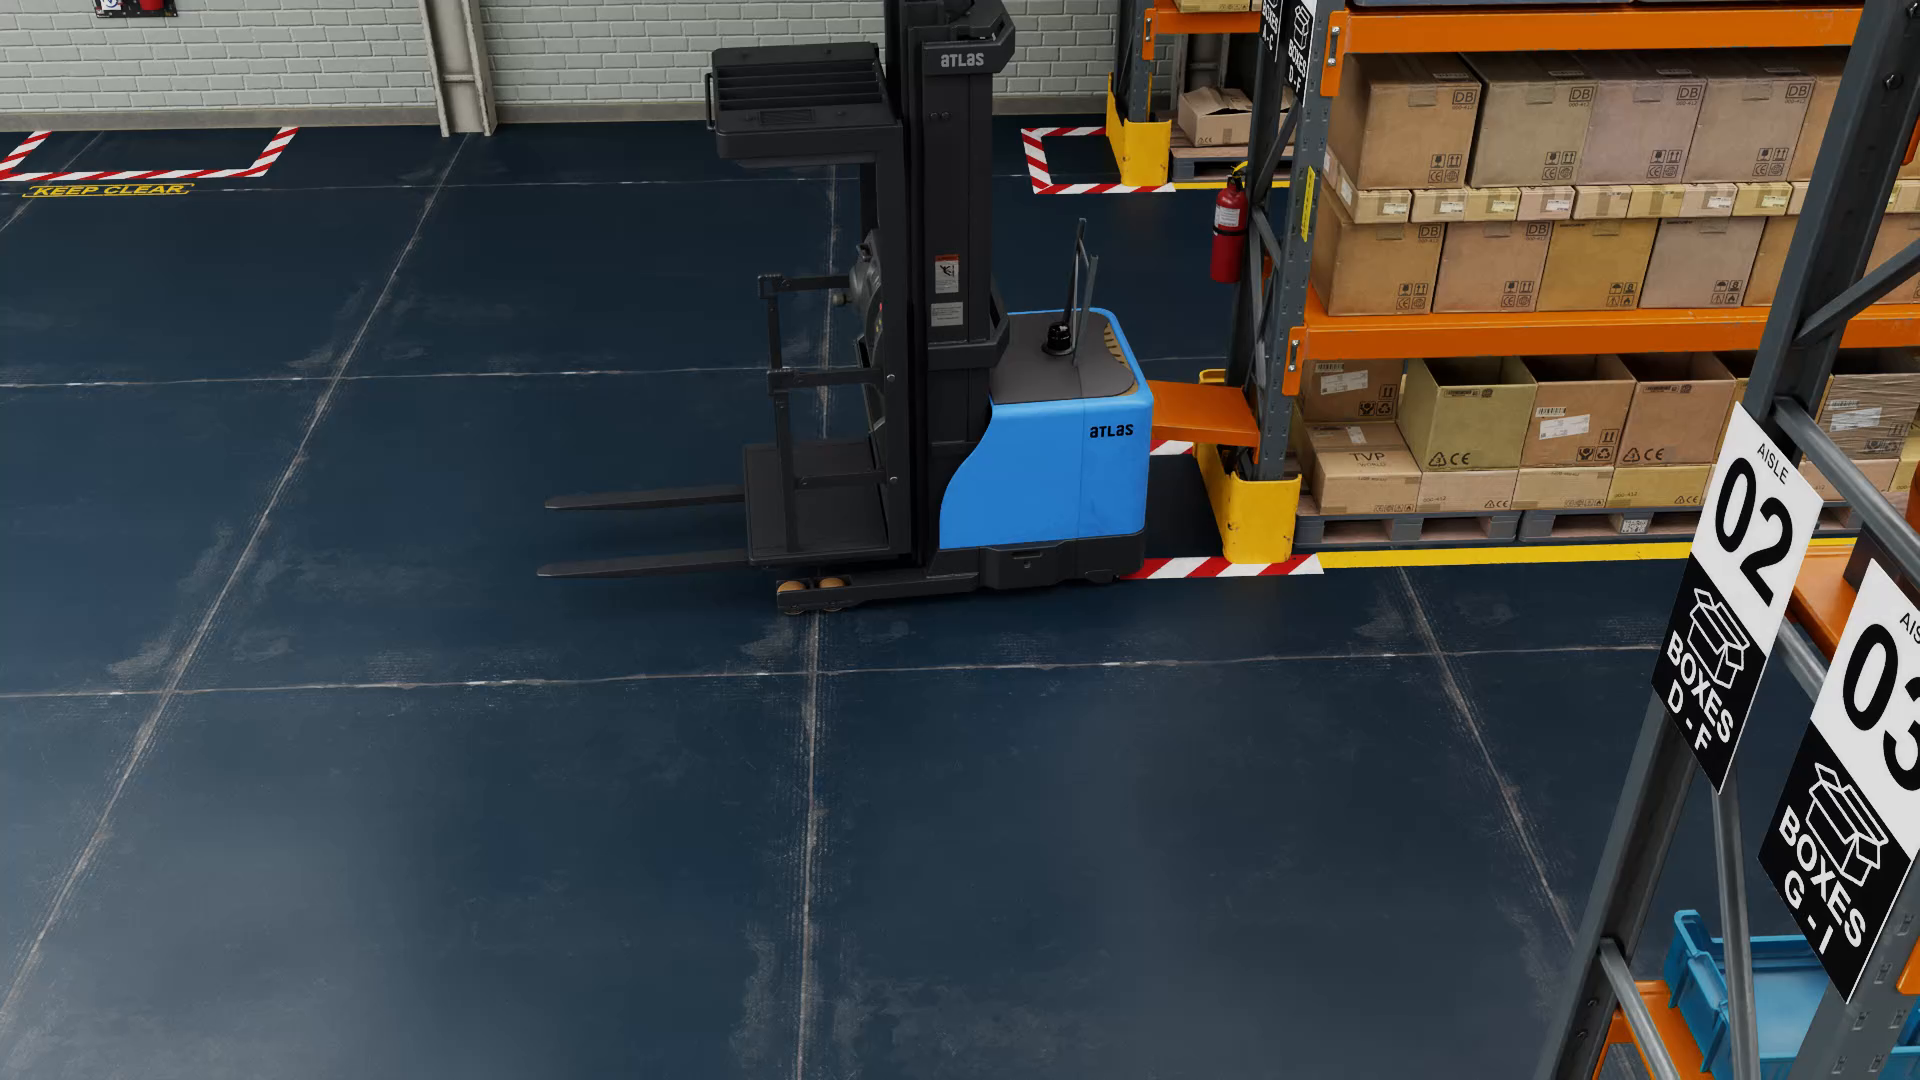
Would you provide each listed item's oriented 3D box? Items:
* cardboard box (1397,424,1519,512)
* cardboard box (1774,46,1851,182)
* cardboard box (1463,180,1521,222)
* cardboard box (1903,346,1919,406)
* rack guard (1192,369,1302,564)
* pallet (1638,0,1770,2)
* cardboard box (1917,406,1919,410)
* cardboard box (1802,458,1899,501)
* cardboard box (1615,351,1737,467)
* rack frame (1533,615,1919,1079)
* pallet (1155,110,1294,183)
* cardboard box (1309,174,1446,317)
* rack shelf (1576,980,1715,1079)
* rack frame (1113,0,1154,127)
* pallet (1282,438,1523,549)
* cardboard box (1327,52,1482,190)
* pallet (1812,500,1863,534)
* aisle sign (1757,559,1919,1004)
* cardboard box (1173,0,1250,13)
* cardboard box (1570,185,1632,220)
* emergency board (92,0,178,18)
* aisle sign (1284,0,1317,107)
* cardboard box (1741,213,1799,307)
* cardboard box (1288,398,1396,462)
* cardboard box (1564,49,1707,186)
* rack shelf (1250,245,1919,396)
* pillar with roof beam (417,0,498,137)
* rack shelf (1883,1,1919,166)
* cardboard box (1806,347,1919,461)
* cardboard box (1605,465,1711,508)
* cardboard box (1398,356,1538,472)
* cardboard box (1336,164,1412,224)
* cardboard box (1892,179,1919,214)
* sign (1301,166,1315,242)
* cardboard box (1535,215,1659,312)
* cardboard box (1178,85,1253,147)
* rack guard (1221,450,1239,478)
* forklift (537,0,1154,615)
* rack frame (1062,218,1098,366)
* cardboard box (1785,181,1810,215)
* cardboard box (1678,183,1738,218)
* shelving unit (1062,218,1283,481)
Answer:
[{"bbox_3d":[2.596,-0.390,8.761,0.500,0.250,0.500,-2,35,-2],"label":"cardboard box"},{"bbox_3d":[4.098,-2.084,7.933,0.500,0.500,0.700,-2,35,-2],"label":"cardboard box"},{"bbox_3d":[2.465,-1.655,7.884,0.250,0.149,0.380,-1,35,-2],"label":"cardboard box"},{"bbox_3d":[5.068,-1.068,9.082,0.500,0.500,0.500,-2,35,-2],"label":"cardboard box"},{"bbox_3d":[1.526,-0.416,8.948,0.348,0.500,1.175,-2,35,-2],"label":"rack guard"},{"bbox_3d":[3.479,-2.680,7.465,1.213,0.211,1.003,-2,35,-2],"label":"pallet"},{"bbox_3d":[5.068,-0.754,9.287,0.500,0.250,0.500,-2,35,-2],"label":"cardboard box"},{"bbox_3d":[4.593,-0.450,8.847,0.500,0.250,0.500,-2,35,-2],"label":"cardboard box"},{"bbox_3d":[3.595,-0.722,8.581,0.500,0.500,0.500,-2,35,-2],"label":"cardboard box"},{"bbox_3d":[1.781,1.371,4.169,0.127,3.000,1.000,-2,35,-2],"label":"rack frame"},{"bbox_3d":[2.201,-3.117,13.105,1.213,0.211,1.003,-2,35,-2],"label":"pallet"},{"bbox_3d":[2.017,-1.491,8.217,0.500,0.500,0.700,-2,35,-2],"label":"cardboard box"},{"bbox_3d":[3.779,1.613,4.451,4.000,0.370,1.077,-2,35,-2],"label":"rack shelf"},{"bbox_3d":[1.312,-4.260,12.306,0.127,3.000,1.000,-2,35,-2],"label":"rack frame"},{"bbox_3d":[2.312,-0.342,9.095,1.213,0.211,1.003,-2,35,-2],"label":"pallet"},{"bbox_3d":[2.070,-2.026,7.850,0.500,0.500,0.700,-1,35,-2],"label":"cardboard box"},{"bbox_3d":[4.749,-0.408,9.190,1.213,0.211,1.003,-2,35,-2],"label":"pallet"},{"bbox_3d":[1.723,0.471,3.186,0.004,0.787,0.394,-2,35,-2],"label":"aisle sign"},{"bbox_3d":[1.814,-4.039,12.101,0.500,0.250,0.500,-3,35,-4],"label":"cardboard box"},{"bbox_3d":[2.983,-1.669,7.904,0.250,0.149,0.380,-3,35,-4],"label":"cardboard box"},{"bbox_3d":[-6.493,-4.564,12.745,0.643,1.169,0.194,-2,35,-2],"label":"emergency board"},{"bbox_3d":[1.499,-2.338,7.244,0.004,0.787,0.394,-2,35,-2],"label":"aisle sign"},{"bbox_3d":[4.075,-1.549,8.300,0.500,0.500,0.700,-1,35,-2],"label":"cardboard box"},{"bbox_3d":[2.072,-0.669,9.164,0.500,0.250,0.500,-2,35,-2],"label":"cardboard box"},{"bbox_3d":[3.098,-2.057,7.895,0.500,0.500,0.700,-1,35,-2],"label":"cardboard box"},{"bbox_3d":[3.548,-1.202,8.520,4.000,0.370,1.077,-2,35,-2],"label":"rack shelf"},{"bbox_3d":[-3.819,-4.629,7.567,0.400,9.000,9.100,-2,35,-2],"label":"pillar with roof beam"},{"bbox_3d":[3.779,-0.689,2.858,4.000,0.370,1.077,-2,35,-2],"label":"rack shelf"},{"bbox_3d":[4.593,-0.759,8.635,0.500,0.500,0.500,-2,35,-2],"label":"cardboard box"},{"bbox_3d":[3.595,-0.414,8.796,0.500,0.250,0.500,-2,35,-2],"label":"cardboard box"},{"bbox_3d":[2.596,-0.697,8.546,0.500,0.500,0.500,-2,35,-2],"label":"cardboard box"},{"bbox_3d":[1.952,-1.640,7.863,0.250,0.149,0.380,-2,35,-3],"label":"cardboard box"},{"bbox_3d":[4.513,-1.709,7.962,0.250,0.149,0.380,-2,35,-2],"label":"cardboard box"},{"bbox_3d":[1.570,-1.517,7.512,0.005,0.325,0.100,-2,35,-2],"label":"sign"},{"bbox_3d":[3.038,-1.518,8.256,0.500,0.500,0.700,-1,35,-2],"label":"cardboard box"},{"bbox_3d":[2.007,-3.303,12.899,0.500,0.311,0.500,-5,35,-8],"label":"cardboard box"},{"bbox_3d":[1.461,-0.224,8.825,0.087,0.250,0.587,4,32,-6],"label":"rack guard"},{"bbox_3d":[-0.618,-1.156,7.881,3.031,2.935,1.130,-5,35,-7],"label":"forklift"},{"bbox_3d":[0.529,-0.820,8.381,0.032,1.500,0.500,4,32,-6],"label":"rack frame"},{"bbox_3d":[4.016,-1.698,7.945,0.250,0.149,0.380,-1,35,-1],"label":"cardboard box"},{"bbox_3d":[3.488,-1.681,7.922,0.250,0.149,0.380,-1,35,-2],"label":"cardboard box"},{"bbox_3d":[1.041,-0.784,8.439,1.083,1.500,0.587,4,32,-6],"label":"shelving unit"}]
